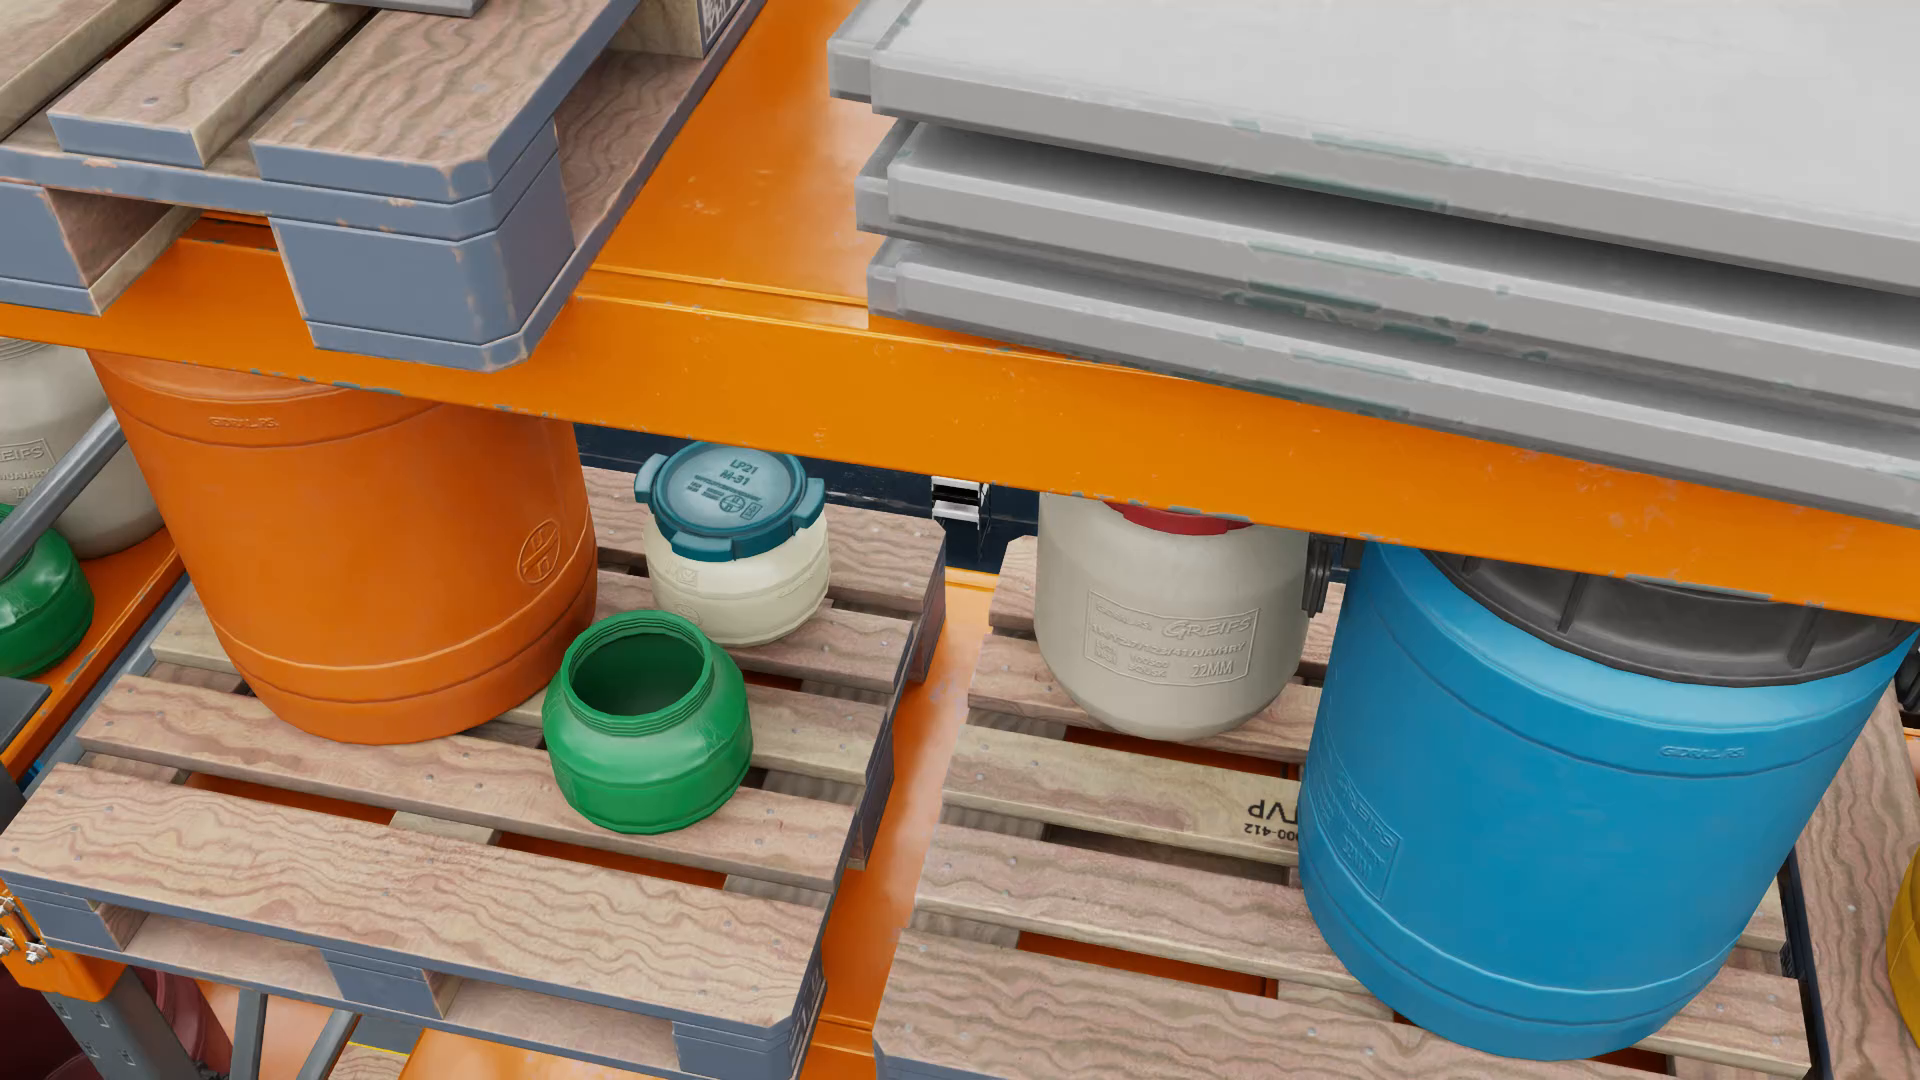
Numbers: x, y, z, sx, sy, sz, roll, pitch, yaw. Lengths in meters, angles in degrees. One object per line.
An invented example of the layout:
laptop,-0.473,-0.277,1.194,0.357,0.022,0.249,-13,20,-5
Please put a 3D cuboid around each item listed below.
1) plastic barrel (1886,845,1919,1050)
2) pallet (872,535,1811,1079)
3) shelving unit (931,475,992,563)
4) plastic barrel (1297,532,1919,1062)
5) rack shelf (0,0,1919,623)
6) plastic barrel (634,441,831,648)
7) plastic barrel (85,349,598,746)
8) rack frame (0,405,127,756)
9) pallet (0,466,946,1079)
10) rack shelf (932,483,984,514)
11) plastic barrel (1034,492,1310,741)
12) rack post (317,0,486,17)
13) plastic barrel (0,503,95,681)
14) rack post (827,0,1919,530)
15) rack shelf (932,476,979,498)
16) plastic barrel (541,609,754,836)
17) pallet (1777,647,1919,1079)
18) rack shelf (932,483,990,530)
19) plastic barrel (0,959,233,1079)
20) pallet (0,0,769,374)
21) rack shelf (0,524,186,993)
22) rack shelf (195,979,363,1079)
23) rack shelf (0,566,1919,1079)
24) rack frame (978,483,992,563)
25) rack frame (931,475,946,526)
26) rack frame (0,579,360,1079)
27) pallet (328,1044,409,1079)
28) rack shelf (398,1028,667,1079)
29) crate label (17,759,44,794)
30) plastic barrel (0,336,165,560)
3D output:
plastic barrel,1.530,0.427,2.002,0.600,0.588,0.600,0,44,0
pallet,0.572,0.493,2.508,1.213,0.211,1.003,9,45,9
shelving unit,0.008,-0.323,6.897,0.210,0.900,0.258,9,45,9
plastic barrel,0.766,0.160,2.053,0.708,0.901,0.600,9,45,9
rack shelf,0.514,-0.333,1.874,4.000,0.370,1.077,9,45,9
plastic barrel,-0.360,0.003,2.678,0.301,0.262,0.301,0,44,0
plastic barrel,-0.885,-0.177,2.455,0.708,0.830,0.600,9,45,9
rack frame,-1.438,-1.039,1.801,0.127,3.000,1.000,9,45,9
pallet,-0.713,0.292,2.717,1.213,0.211,1.003,9,45,9
rack shelf,0.008,-0.234,6.982,0.200,0.077,0.258,9,45,9
plastic barrel,0.325,0.008,2.475,0.433,0.535,0.433,0,44,0
rack post,-0.722,-0.930,1.742,0.937,0.300,0.954,9,45,9
plastic barrel,-1.690,0.095,2.898,0.294,0.245,0.294,0,44,0
rack post,0.462,-0.474,1.574,0.954,0.300,0.937,13,45,13
rack shelf,0.008,-0.299,6.920,0.200,0.077,0.258,9,45,9
plastic barrel,-0.454,0.262,2.421,0.294,0.245,0.294,0,44,0
pallet,1.679,0.663,2.332,1.003,0.211,1.213,9,45,9
rack shelf,0.008,-0.169,7.045,0.200,0.077,0.258,9,45,9
plastic barrel,-1.957,1.208,3.694,0.708,0.536,0.600,9,45,9
pallet,-0.741,-0.697,1.870,1.003,0.211,1.213,9,45,9
rack shelf,-3.390,-0.002,3.405,4.000,0.370,1.077,9,45,9
rack shelf,-3.390,1.079,4.445,4.000,0.370,1.077,9,45,9
rack shelf,0.514,0.604,2.776,4.000,0.370,1.077,9,45,9
rack frame,0.107,-0.308,6.881,0.006,0.900,0.240,9,45,9
rack frame,-0.091,-0.338,6.913,0.006,0.900,0.240,9,45,9
rack frame,-1.438,1.122,3.881,0.127,3.000,1.000,9,45,9
pallet,-2.186,1.983,4.997,1.213,0.211,1.003,9,45,9
rack shelf,0.514,1.684,3.816,4.000,0.370,1.077,9,45,9
crate label,-2.349,0.776,4.215,0.616,0.435,0.502,9,45,9
plastic barrel,-1.674,-0.253,3.066,0.421,0.512,0.421,0,44,0
